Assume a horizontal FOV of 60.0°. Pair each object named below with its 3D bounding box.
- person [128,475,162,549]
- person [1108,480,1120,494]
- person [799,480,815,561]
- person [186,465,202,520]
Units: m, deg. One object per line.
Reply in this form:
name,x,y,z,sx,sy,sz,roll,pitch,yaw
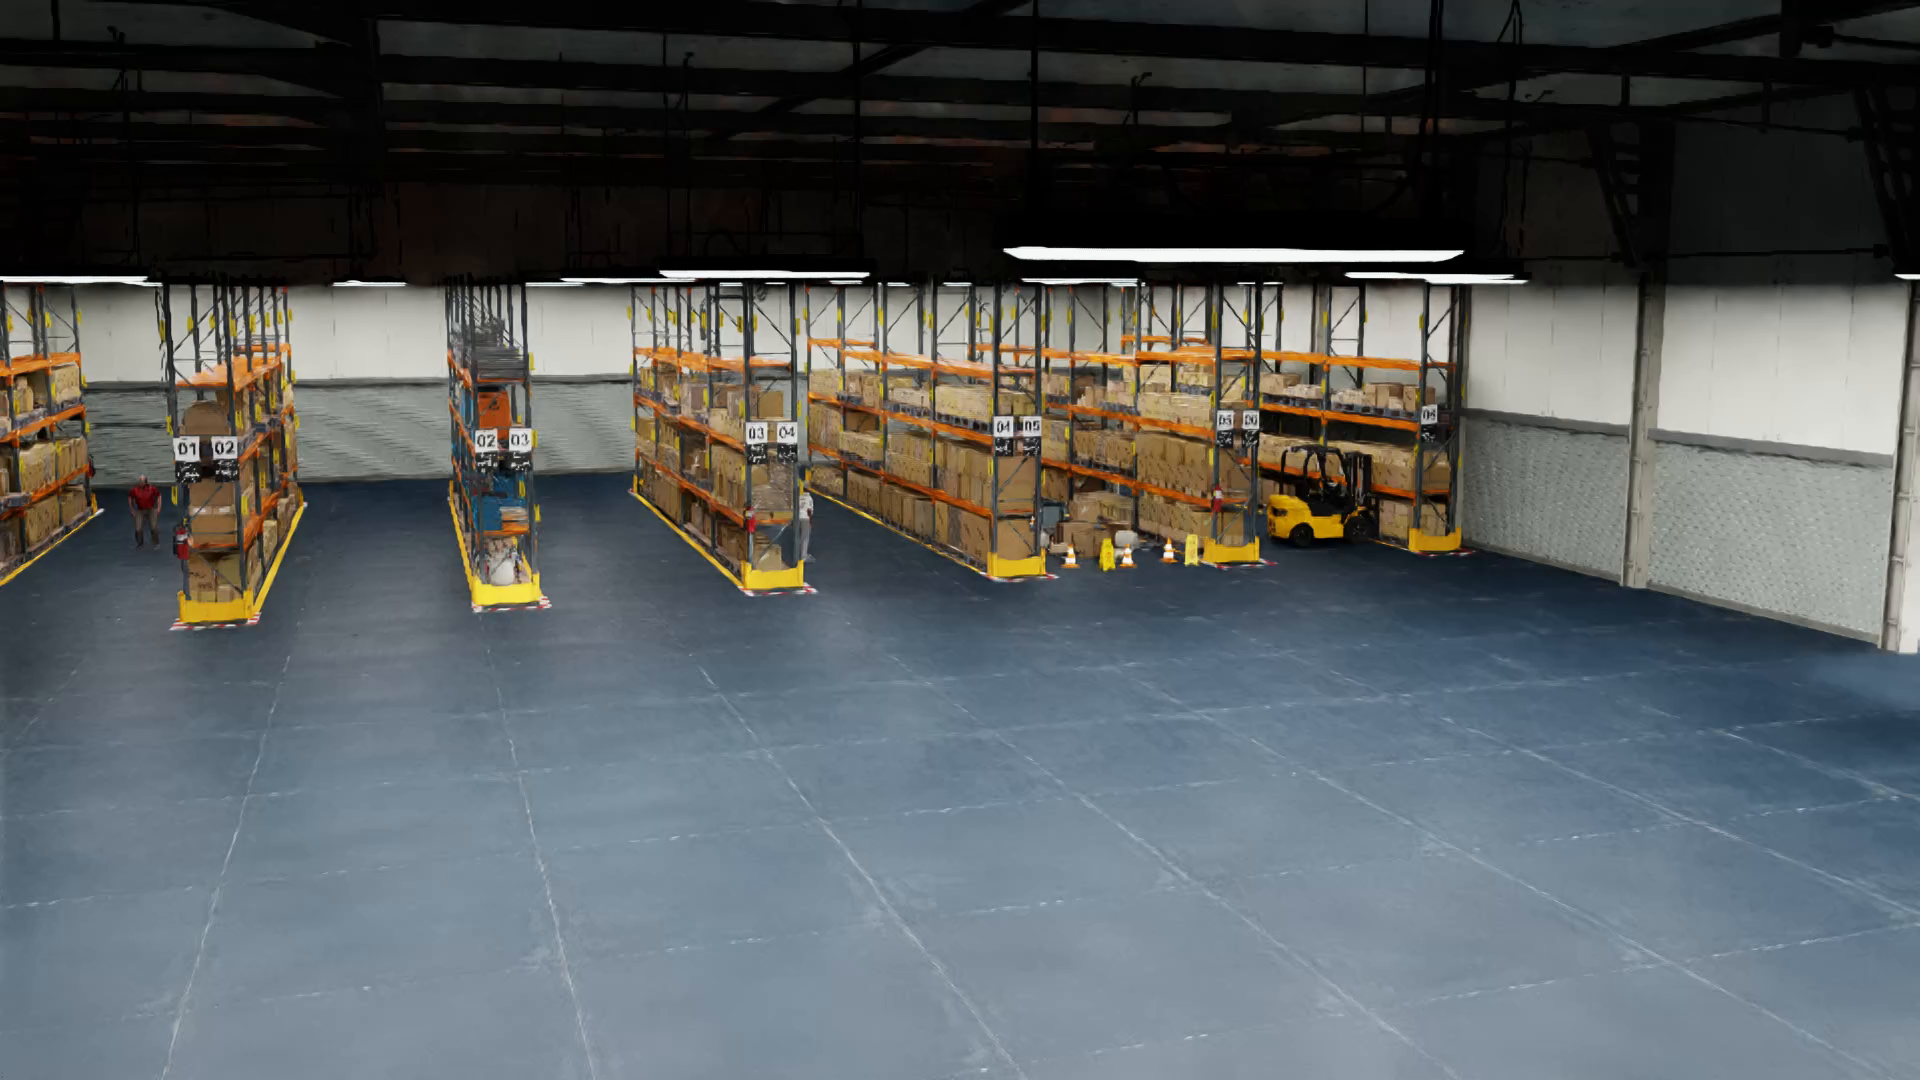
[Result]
person,-17.952,-0.574,36.675,0.682,1.583,0.529,-3,9,-20
person,4.140,-1.927,45.187,0.477,1.675,0.487,2,9,12
person,-3.261,-0.423,35.221,0.443,1.680,0.536,-7,11,-40
person,-18.827,-1.342,41.242,0.729,1.733,0.538,-3,9,-20
